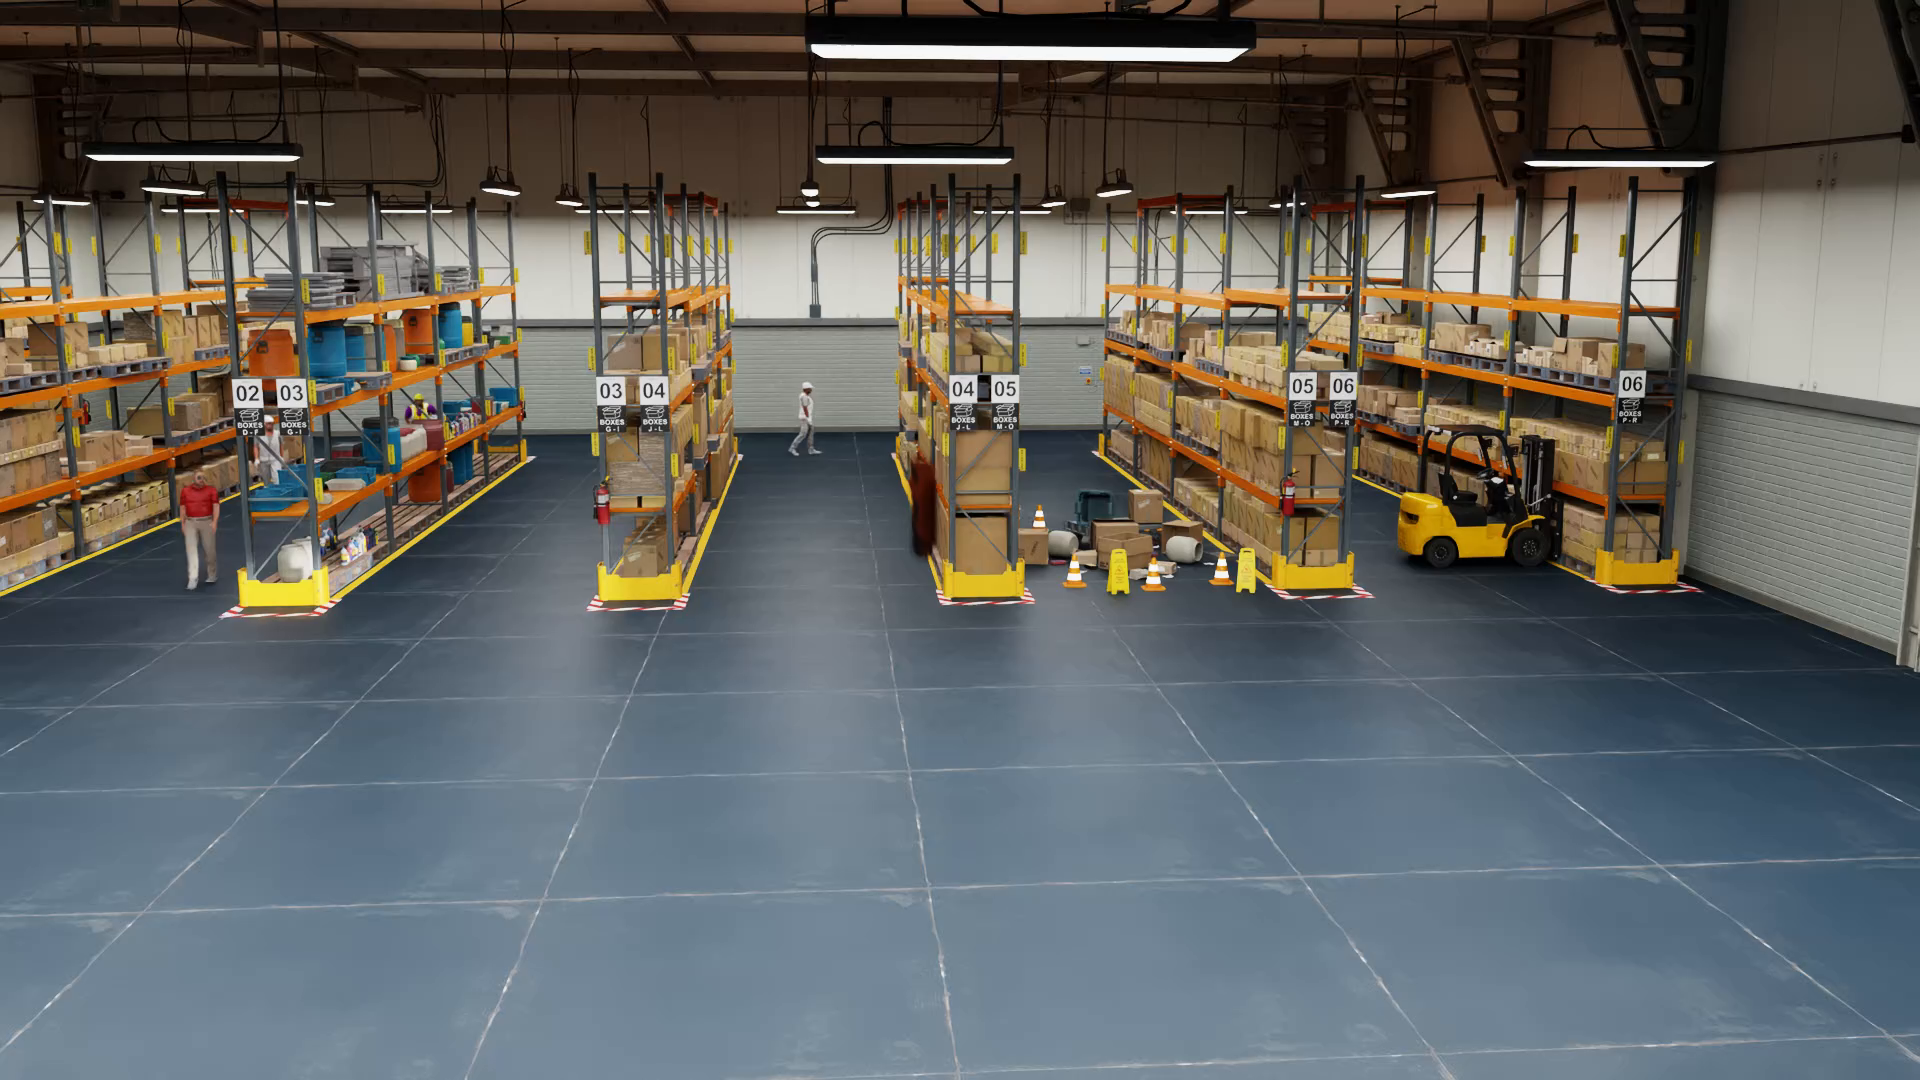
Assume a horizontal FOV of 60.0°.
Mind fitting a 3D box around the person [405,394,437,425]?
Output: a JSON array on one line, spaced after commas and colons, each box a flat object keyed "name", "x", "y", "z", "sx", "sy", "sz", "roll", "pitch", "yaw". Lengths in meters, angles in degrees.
[{"name": "person", "x": -12.477, "y": -2.583, "z": 38.565, "sx": 0.682, "sy": 1.656, "sz": 0.722, "roll": 1, "pitch": 10, "yaw": 5}]

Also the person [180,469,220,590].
[{"name": "person", "x": -11.327, "y": -0.168, "z": 24.787, "sx": 0.559, "sy": 1.737, "sz": 0.711, "roll": -4, "pitch": 11, "yaw": -21}]

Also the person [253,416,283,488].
[{"name": "person", "x": -13.430, "y": -1.537, "z": 32.318, "sx": 0.529, "sy": 1.739, "sz": 1.076, "roll": -3, "pitch": 11, "yaw": -18}]

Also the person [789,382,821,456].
[{"name": "person", "x": -3.752, "y": -2.919, "z": 40.077, "sx": 0.774, "sy": 1.776, "sz": 0.587, "roll": -1, "pitch": 10, "yaw": -3}]
